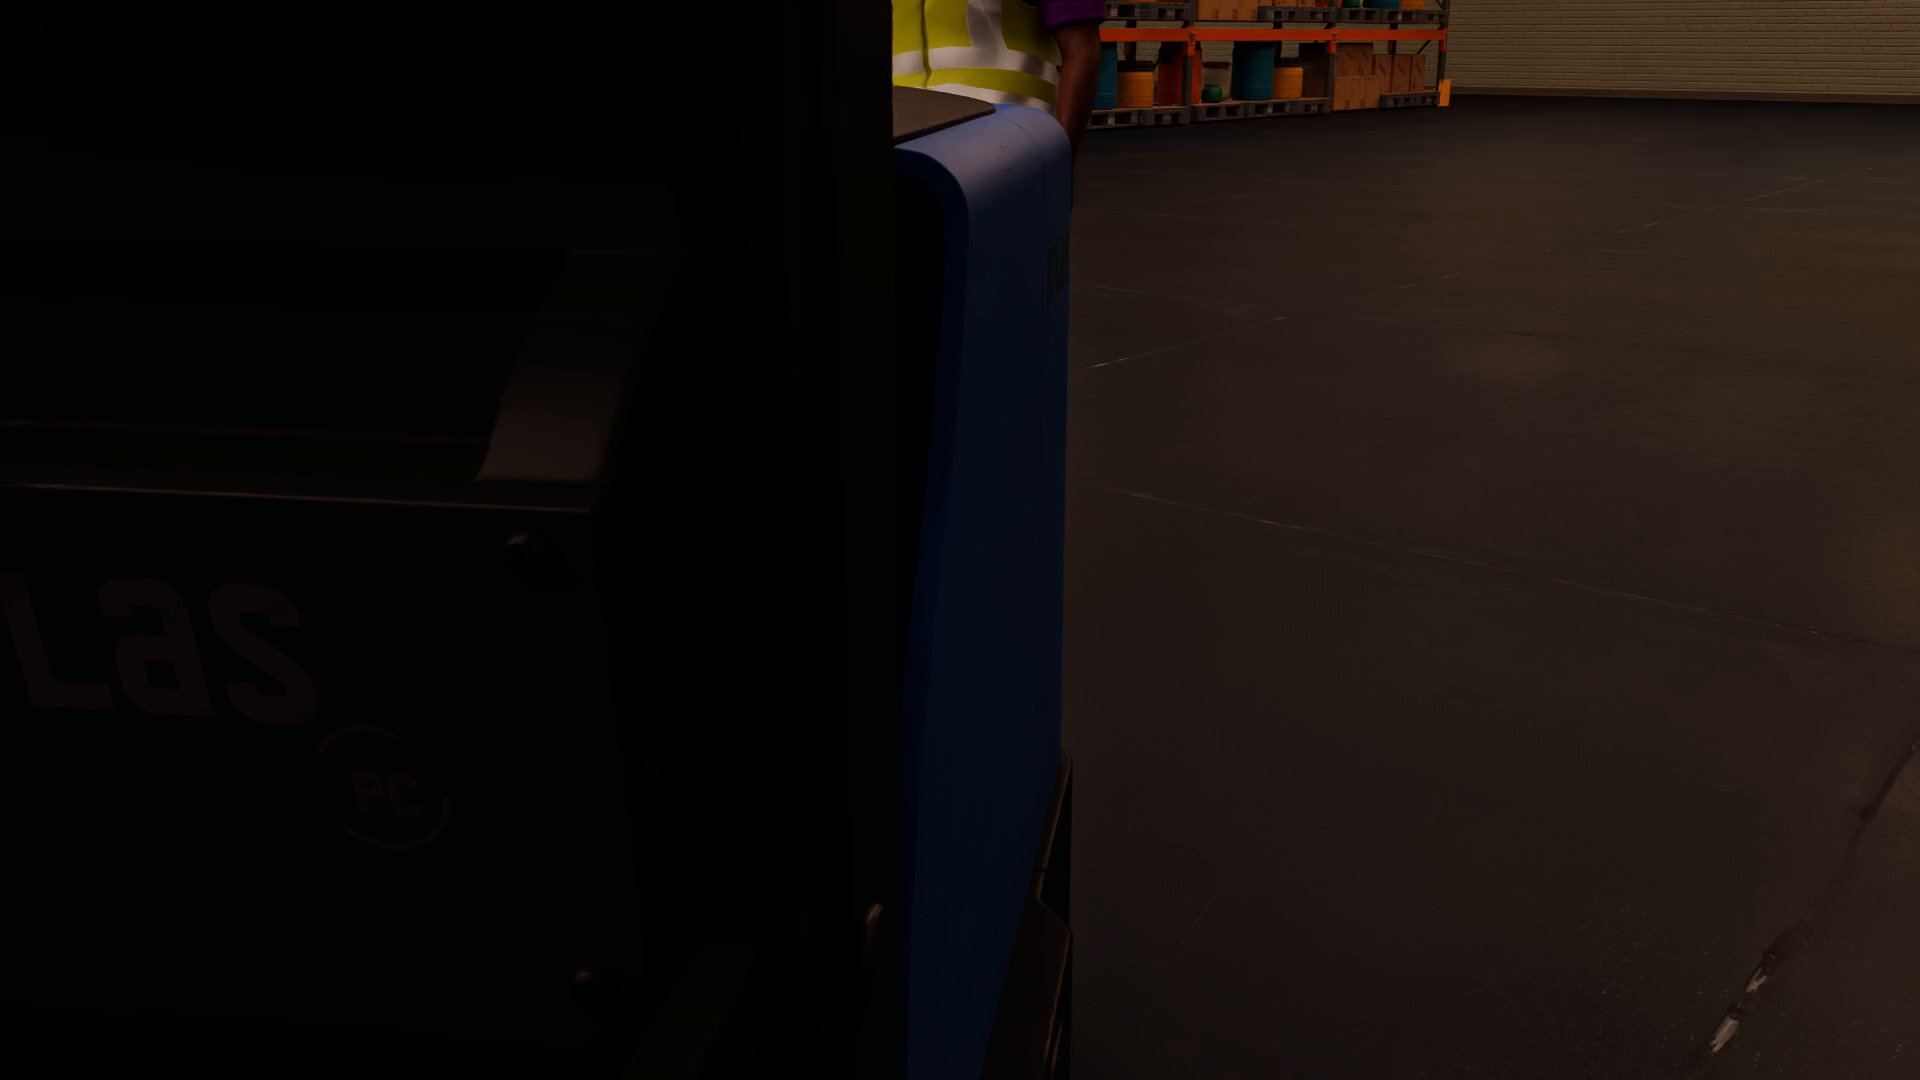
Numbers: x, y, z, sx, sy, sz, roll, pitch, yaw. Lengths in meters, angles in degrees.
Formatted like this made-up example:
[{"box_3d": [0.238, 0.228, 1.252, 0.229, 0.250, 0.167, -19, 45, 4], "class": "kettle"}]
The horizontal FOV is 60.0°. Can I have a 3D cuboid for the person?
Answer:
[{"box_3d": [-0.049, -0.838, 3.636, 0.666, 1.765, 0.577, 13, 21, 37], "class": "person"}]

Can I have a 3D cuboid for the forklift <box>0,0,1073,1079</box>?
[{"box_3d": [-0.612, -0.458, 0.407, 1.130, 2.935, 3.031, 3, 17, 9], "class": "forklift"}]
